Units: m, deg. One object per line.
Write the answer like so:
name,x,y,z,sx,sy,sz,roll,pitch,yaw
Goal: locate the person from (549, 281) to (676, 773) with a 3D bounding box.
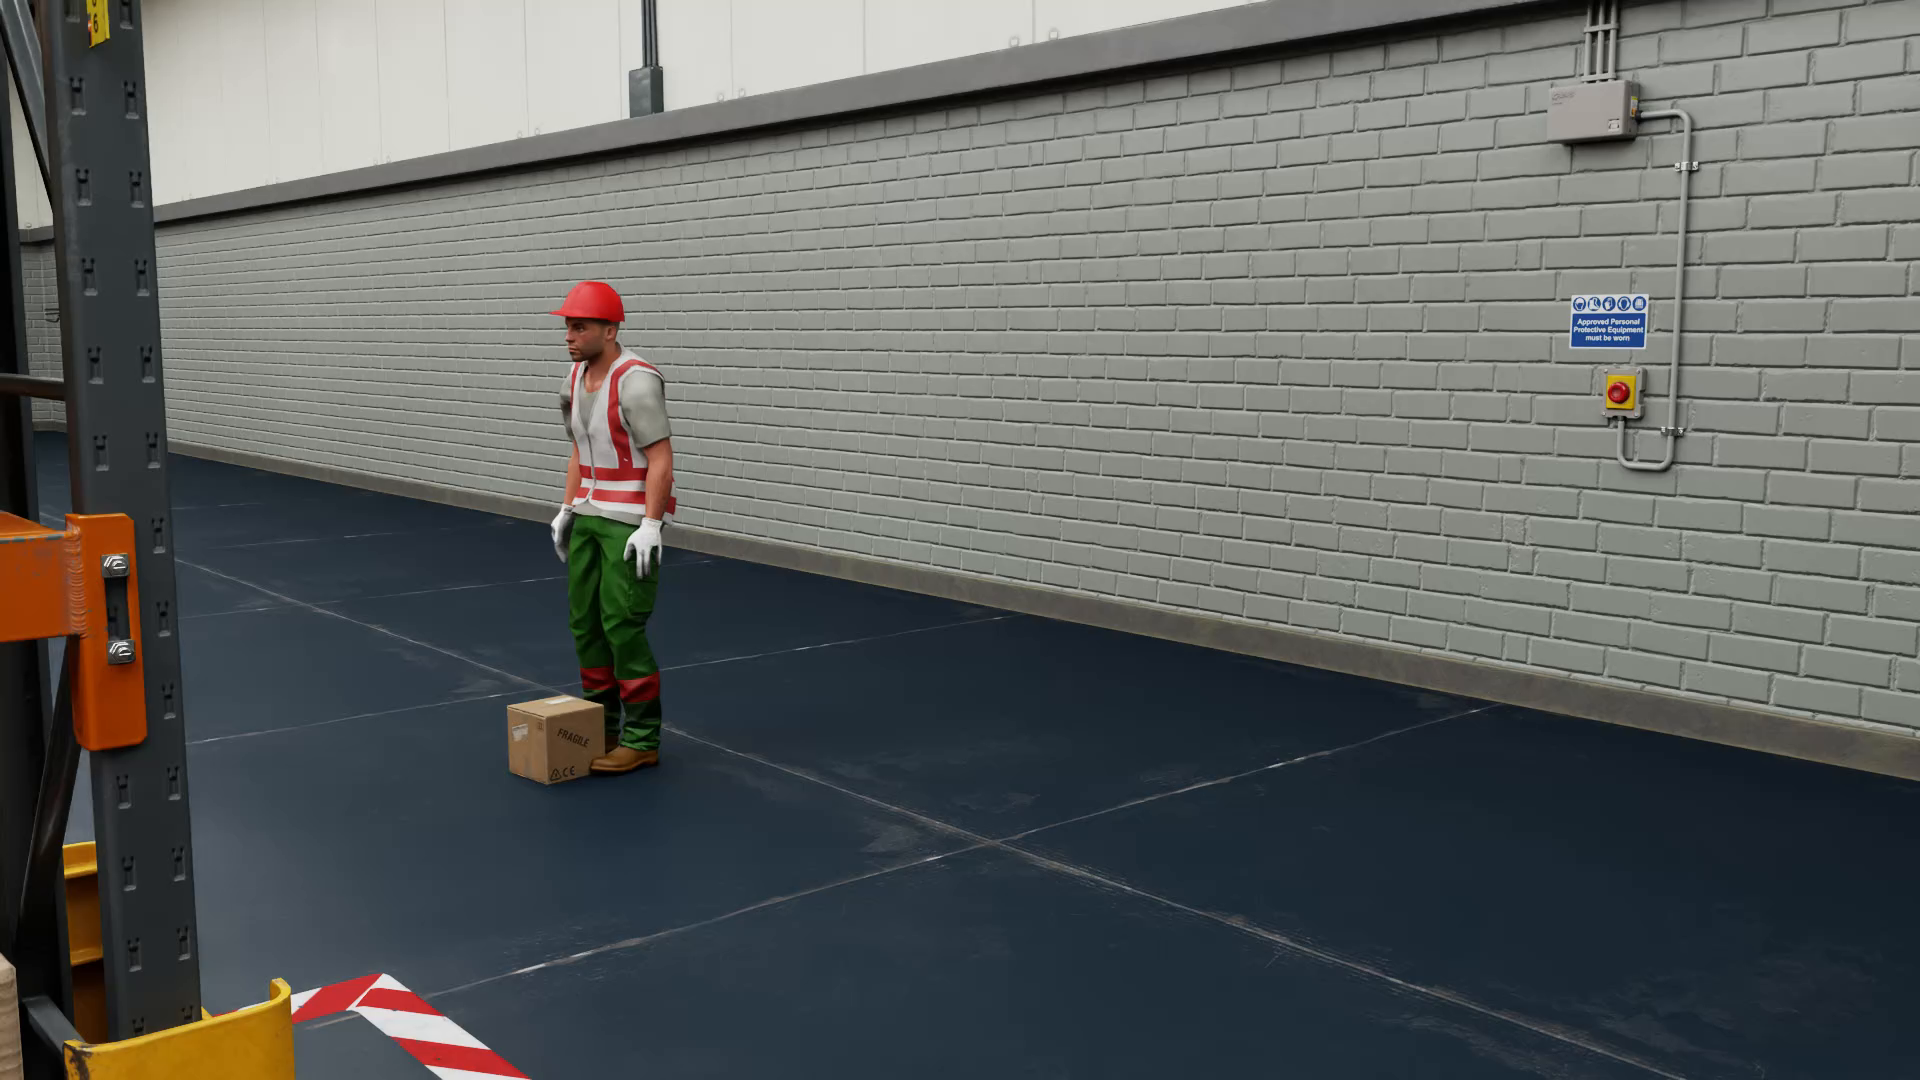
person,-1.288,-0.048,6.100,0.453,1.778,0.616,-7,10,-44
